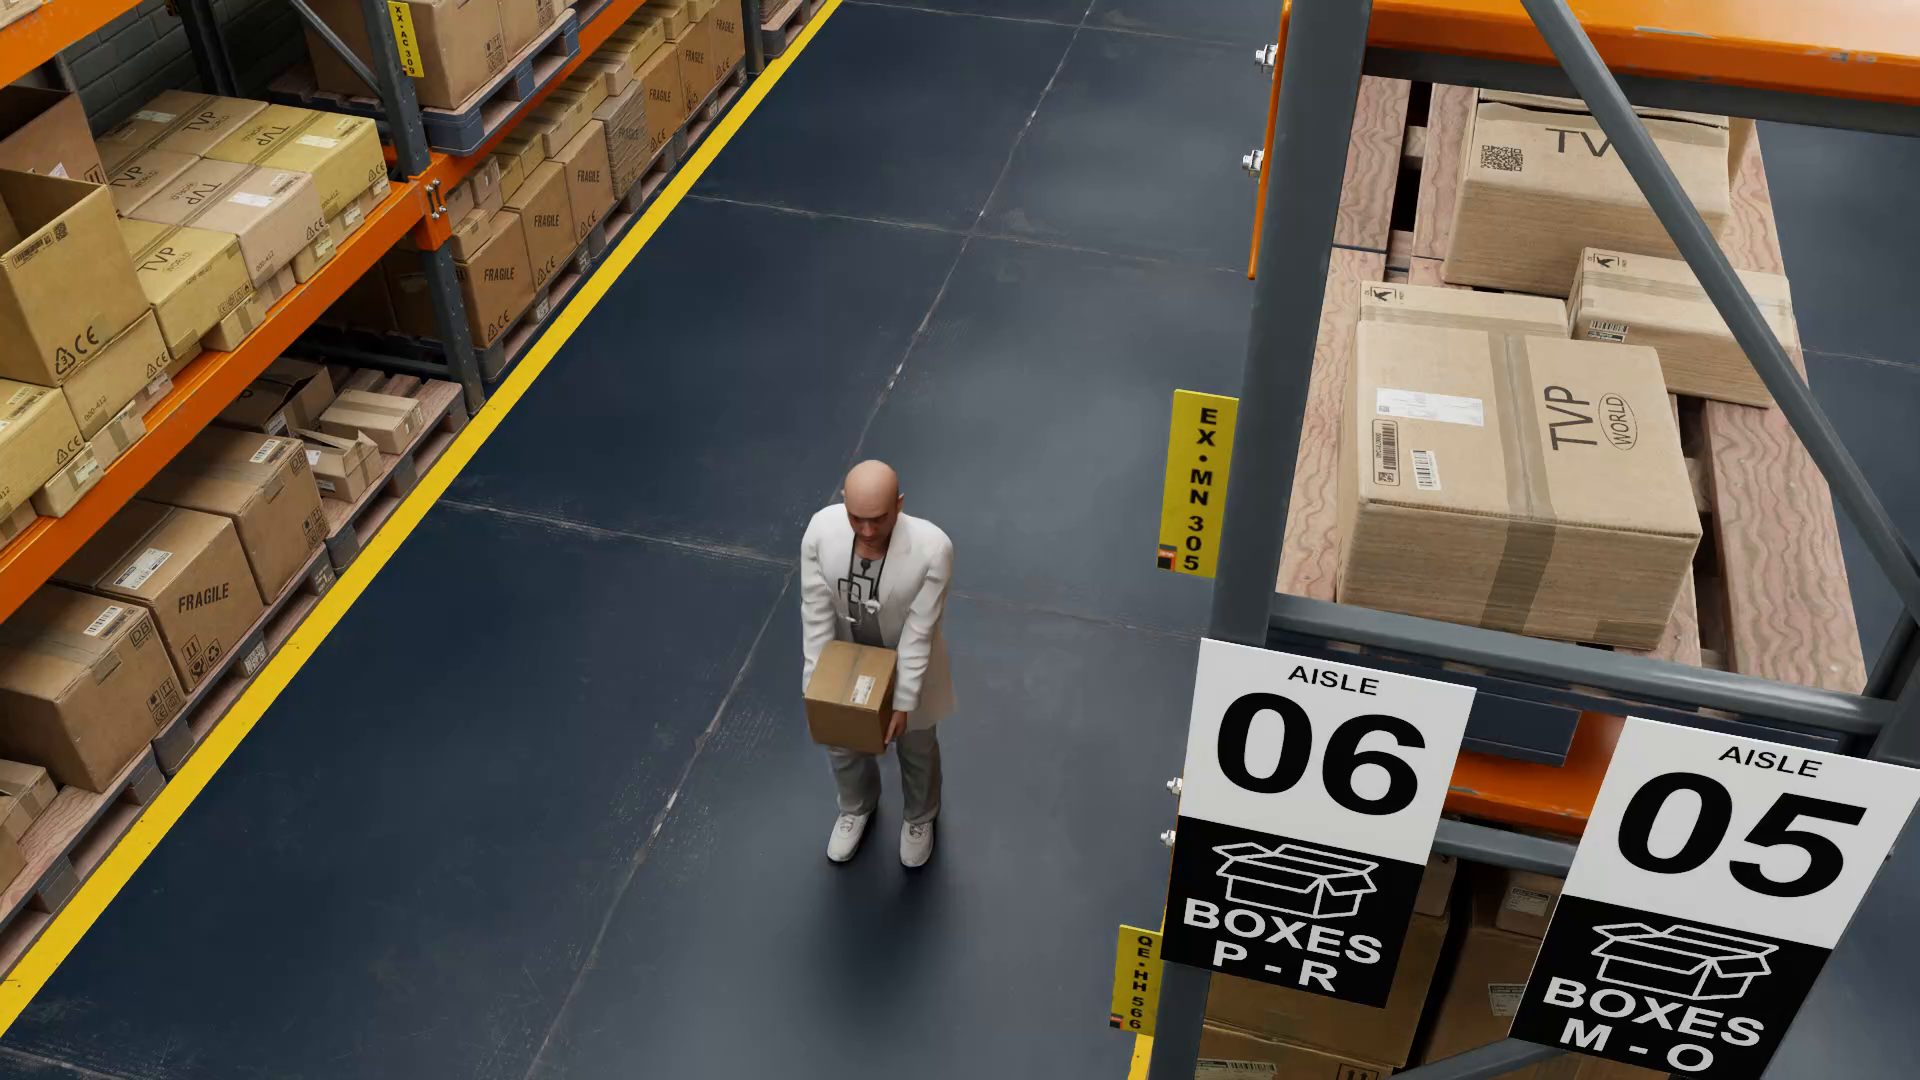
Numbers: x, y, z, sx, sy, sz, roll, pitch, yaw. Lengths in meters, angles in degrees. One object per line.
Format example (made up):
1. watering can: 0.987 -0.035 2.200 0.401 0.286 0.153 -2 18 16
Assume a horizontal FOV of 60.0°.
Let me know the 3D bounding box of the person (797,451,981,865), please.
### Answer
1. person: -0.245 0.390 5.714 0.645 1.772 0.429 8 41 9
